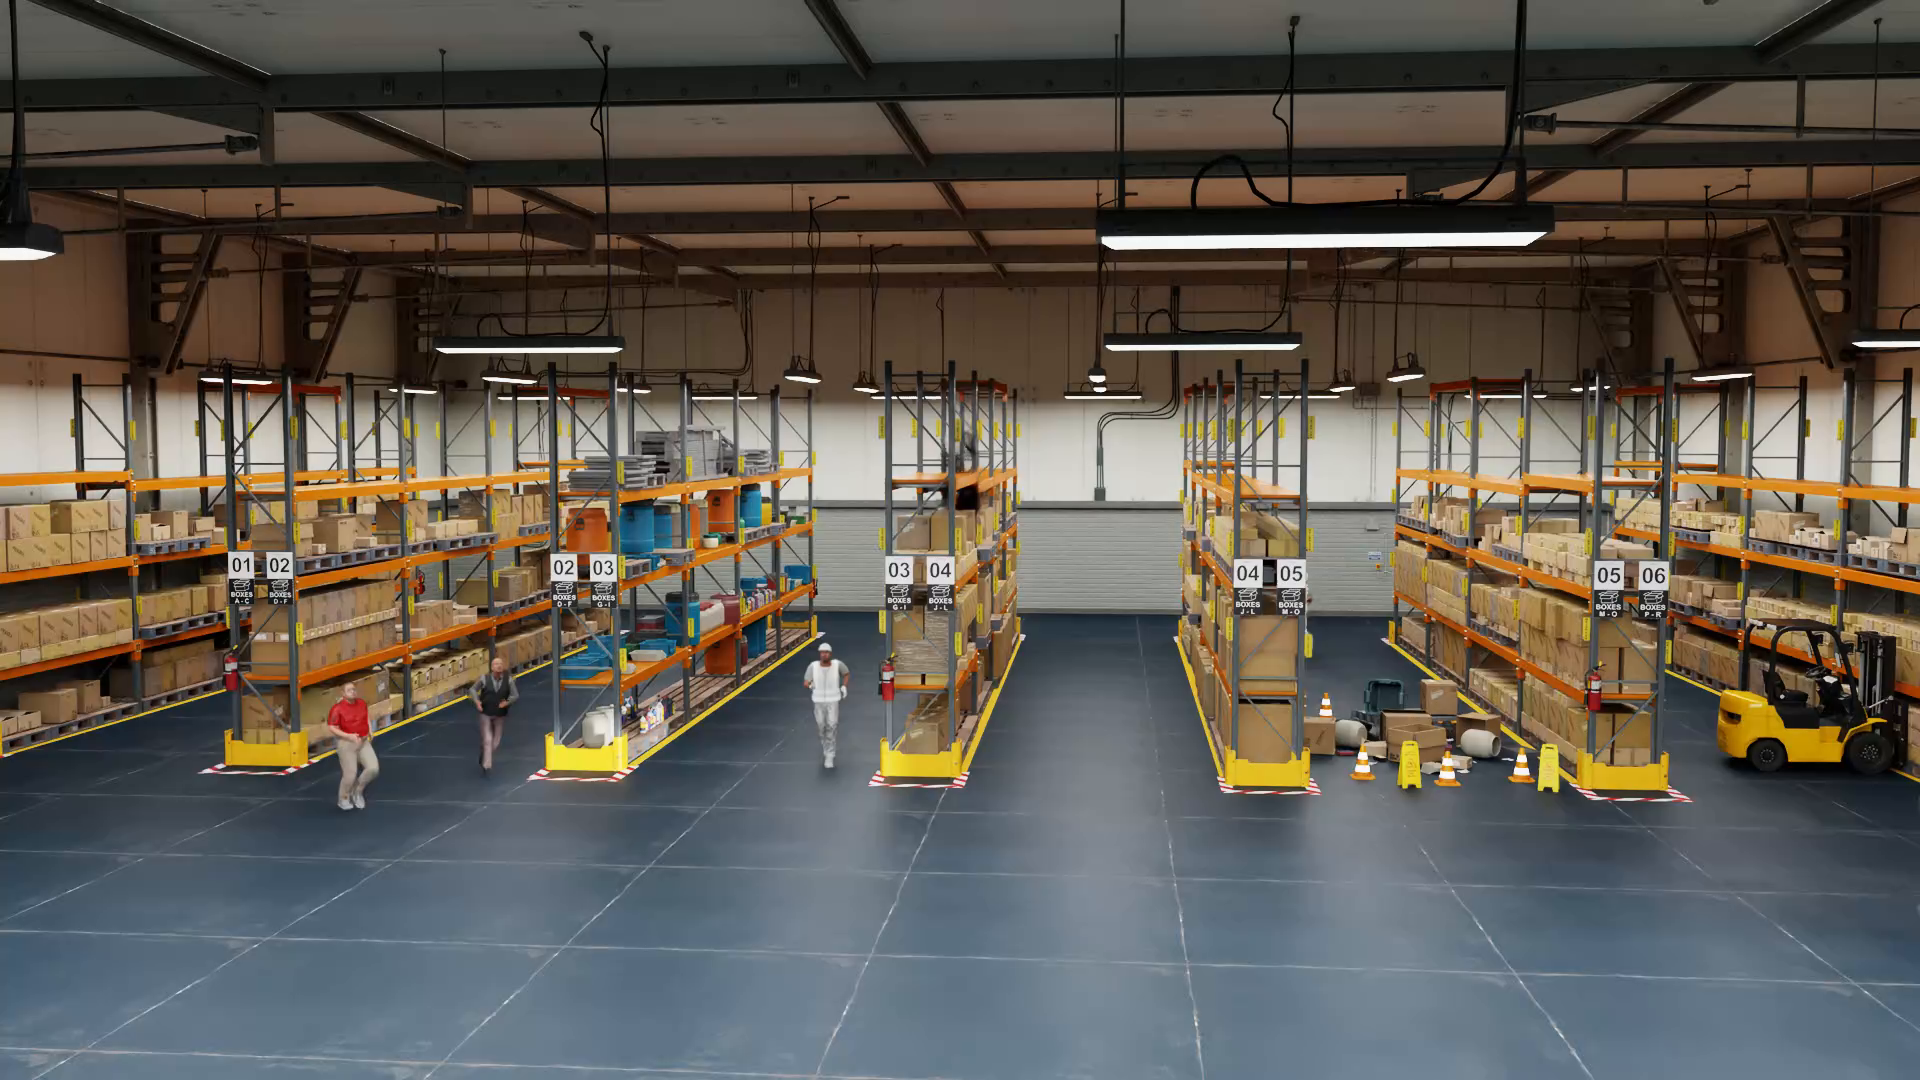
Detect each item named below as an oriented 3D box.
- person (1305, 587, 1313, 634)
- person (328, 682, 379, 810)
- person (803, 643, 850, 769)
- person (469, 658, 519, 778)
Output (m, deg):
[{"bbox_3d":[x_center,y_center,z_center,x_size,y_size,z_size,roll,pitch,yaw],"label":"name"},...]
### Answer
[{"bbox_3d":[7.660,1.652,37.629,0.656,1.748,0.712,-1,4,-8],"label":"person"},{"bbox_3d":[-7.966,2.720,21.903,0.638,1.698,0.675,3,5,38],"label":"person"},{"bbox_3d":[-2.024,2.453,25.016,0.663,1.819,0.909,0,4,4],"label":"person"},{"bbox_3d":[-6.822,2.577,24.375,0.696,1.706,0.804,-2,4,-24],"label":"person"}]
